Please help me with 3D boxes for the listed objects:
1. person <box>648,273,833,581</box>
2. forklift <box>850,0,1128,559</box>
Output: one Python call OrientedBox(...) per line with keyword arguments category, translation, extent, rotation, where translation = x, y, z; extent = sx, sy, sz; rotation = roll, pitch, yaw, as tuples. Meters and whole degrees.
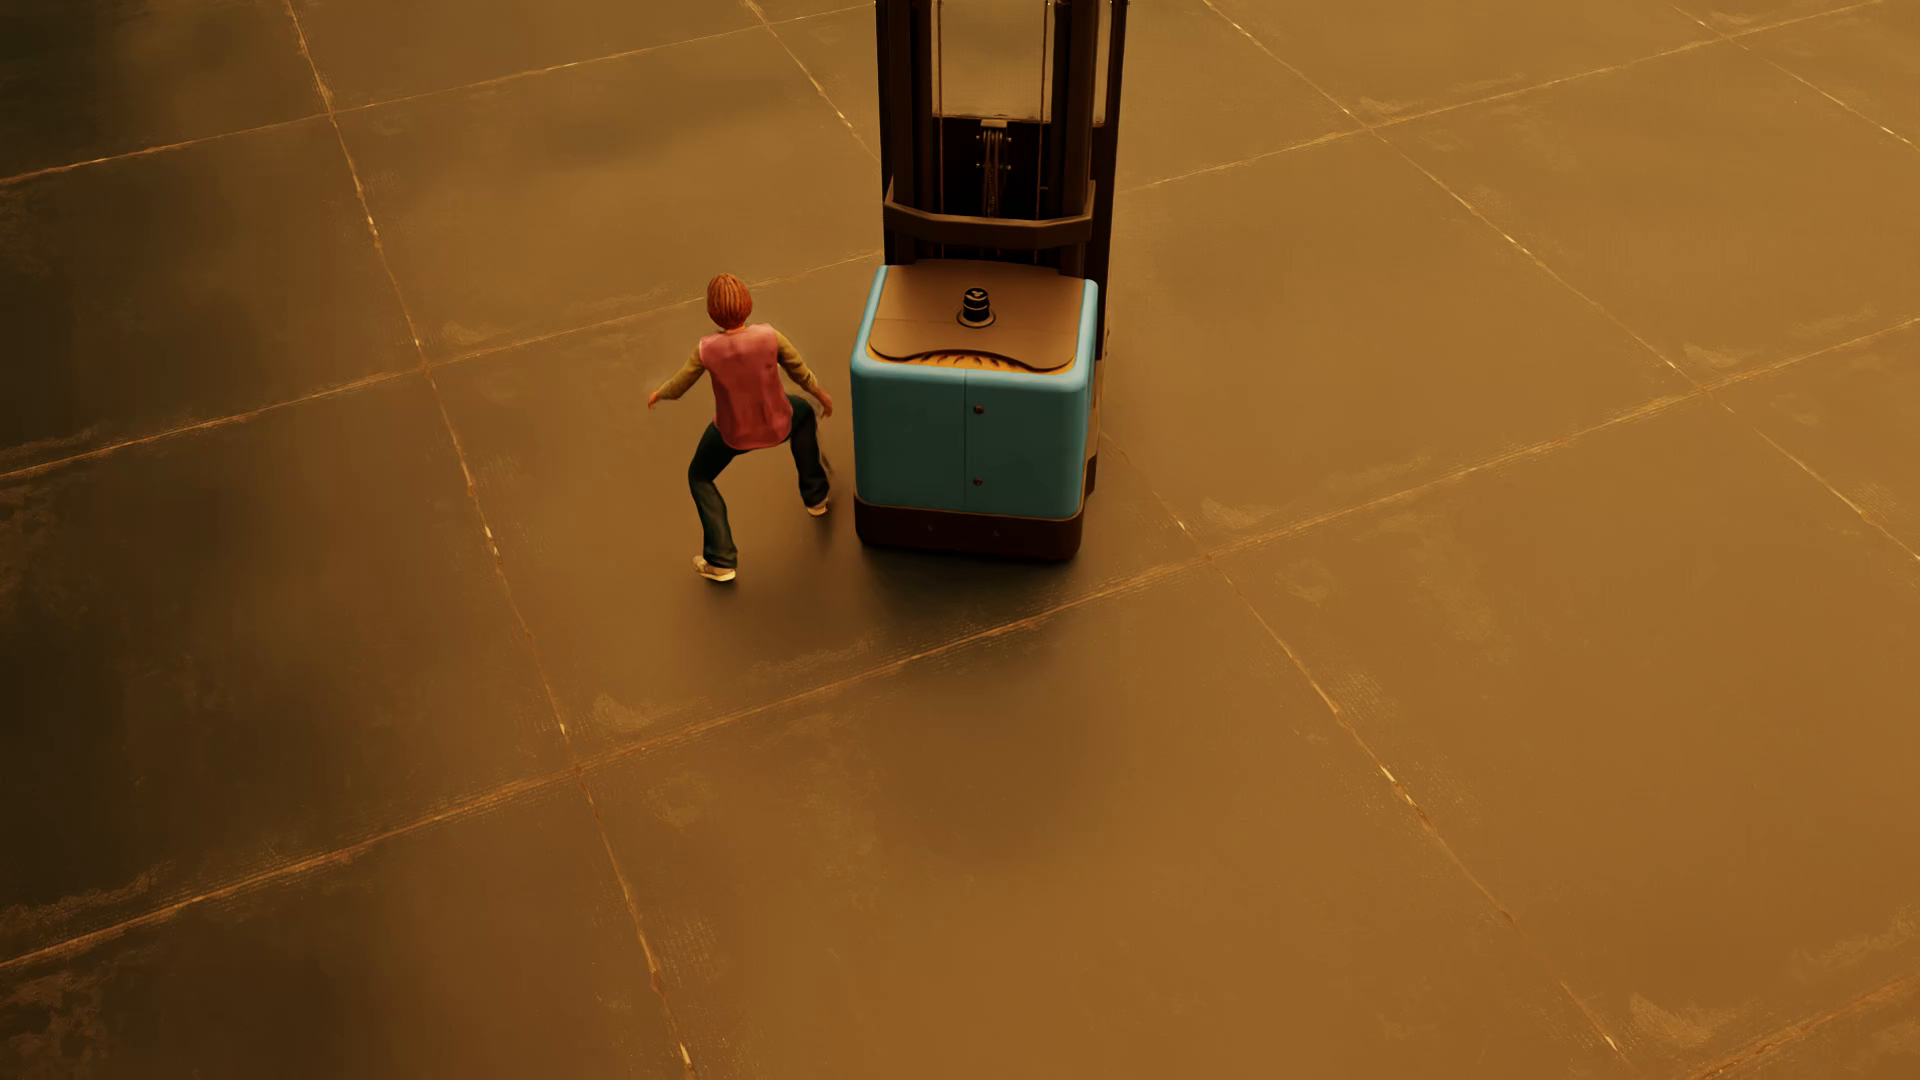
OrientedBox(category="person", translation=(-0.963, -0.542, 7.365), extent=(0.814, 1.484, 0.618), rotation=(-8, 44, -8))
OrientedBox(category="forklift", translation=(0.209, -1.990, 7.813), extent=(1.130, 2.935, 3.031), rotation=(5, 43, 5))
